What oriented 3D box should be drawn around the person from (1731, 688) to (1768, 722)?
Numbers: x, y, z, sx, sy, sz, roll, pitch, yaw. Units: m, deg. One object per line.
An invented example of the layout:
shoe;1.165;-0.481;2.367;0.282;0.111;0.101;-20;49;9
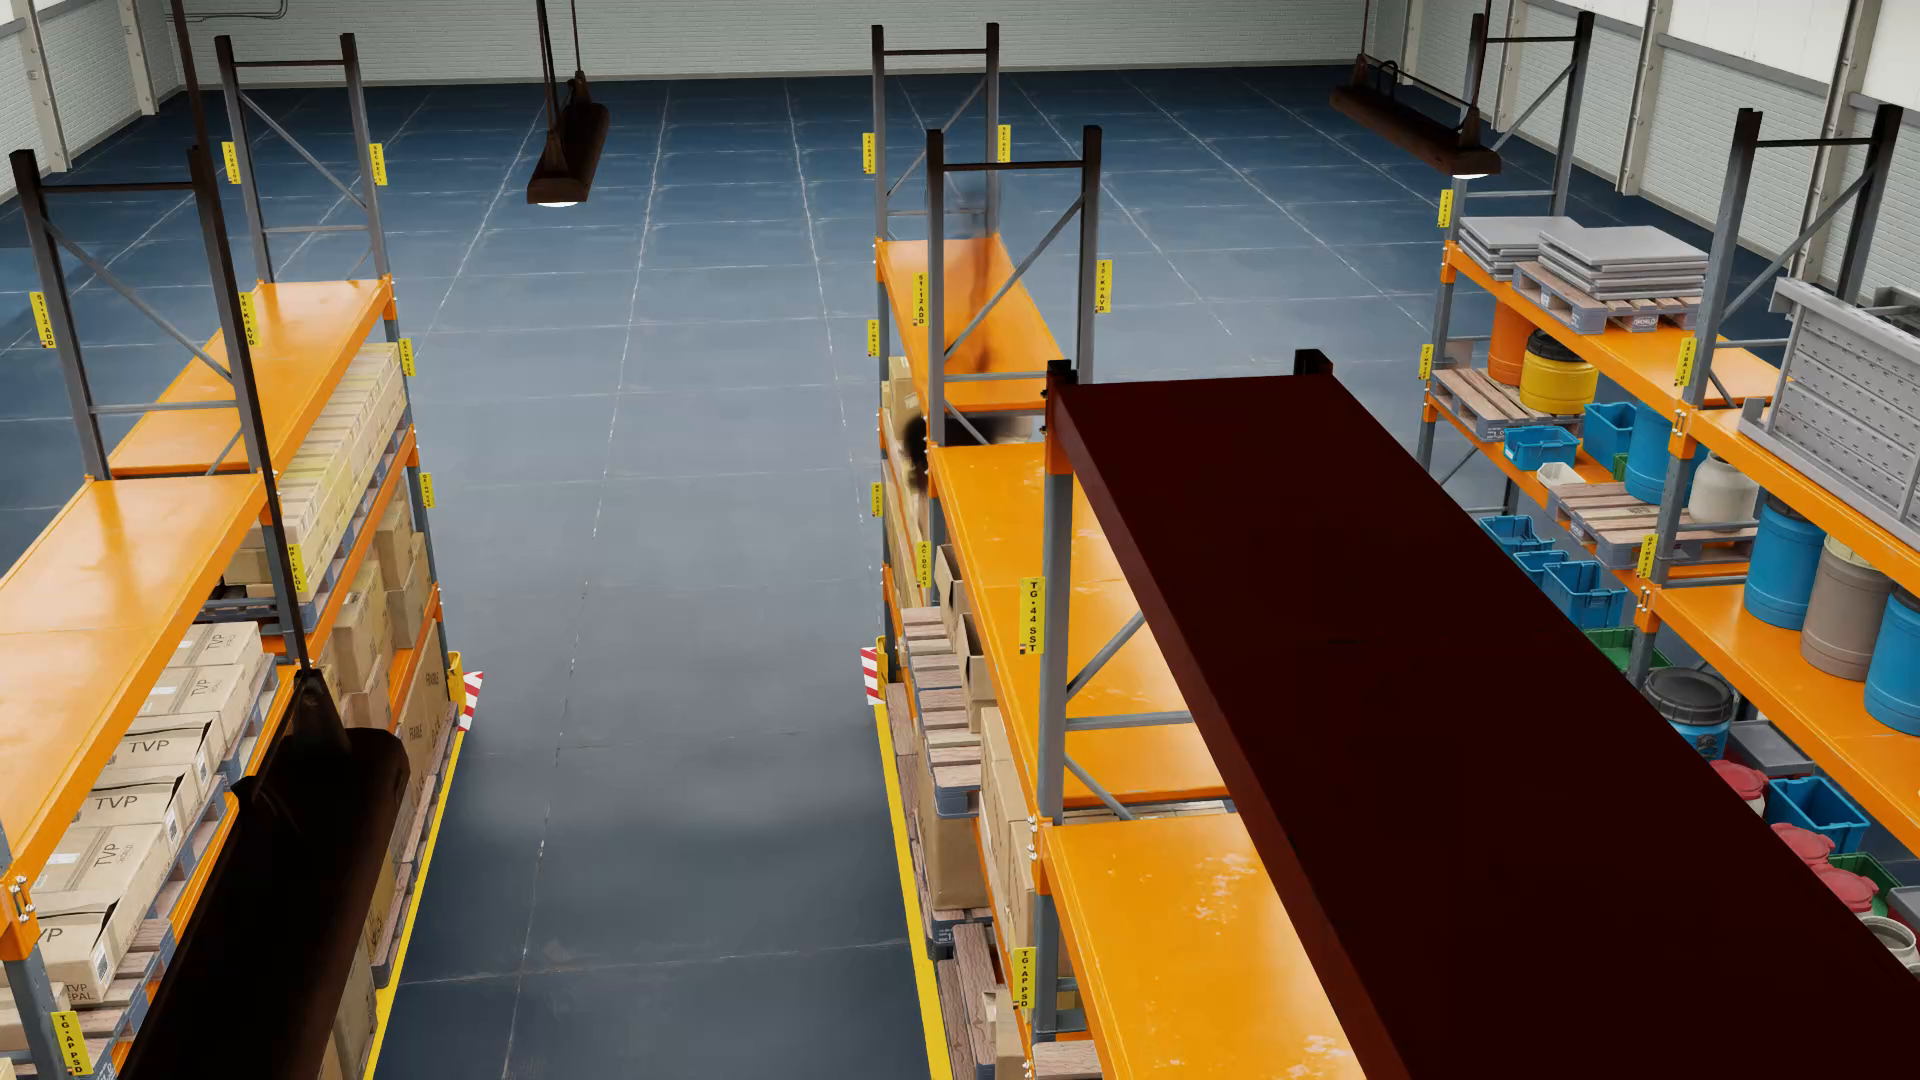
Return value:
person;6.557;1.342;13.631;0.653;1.739;0.621;1;26;2
